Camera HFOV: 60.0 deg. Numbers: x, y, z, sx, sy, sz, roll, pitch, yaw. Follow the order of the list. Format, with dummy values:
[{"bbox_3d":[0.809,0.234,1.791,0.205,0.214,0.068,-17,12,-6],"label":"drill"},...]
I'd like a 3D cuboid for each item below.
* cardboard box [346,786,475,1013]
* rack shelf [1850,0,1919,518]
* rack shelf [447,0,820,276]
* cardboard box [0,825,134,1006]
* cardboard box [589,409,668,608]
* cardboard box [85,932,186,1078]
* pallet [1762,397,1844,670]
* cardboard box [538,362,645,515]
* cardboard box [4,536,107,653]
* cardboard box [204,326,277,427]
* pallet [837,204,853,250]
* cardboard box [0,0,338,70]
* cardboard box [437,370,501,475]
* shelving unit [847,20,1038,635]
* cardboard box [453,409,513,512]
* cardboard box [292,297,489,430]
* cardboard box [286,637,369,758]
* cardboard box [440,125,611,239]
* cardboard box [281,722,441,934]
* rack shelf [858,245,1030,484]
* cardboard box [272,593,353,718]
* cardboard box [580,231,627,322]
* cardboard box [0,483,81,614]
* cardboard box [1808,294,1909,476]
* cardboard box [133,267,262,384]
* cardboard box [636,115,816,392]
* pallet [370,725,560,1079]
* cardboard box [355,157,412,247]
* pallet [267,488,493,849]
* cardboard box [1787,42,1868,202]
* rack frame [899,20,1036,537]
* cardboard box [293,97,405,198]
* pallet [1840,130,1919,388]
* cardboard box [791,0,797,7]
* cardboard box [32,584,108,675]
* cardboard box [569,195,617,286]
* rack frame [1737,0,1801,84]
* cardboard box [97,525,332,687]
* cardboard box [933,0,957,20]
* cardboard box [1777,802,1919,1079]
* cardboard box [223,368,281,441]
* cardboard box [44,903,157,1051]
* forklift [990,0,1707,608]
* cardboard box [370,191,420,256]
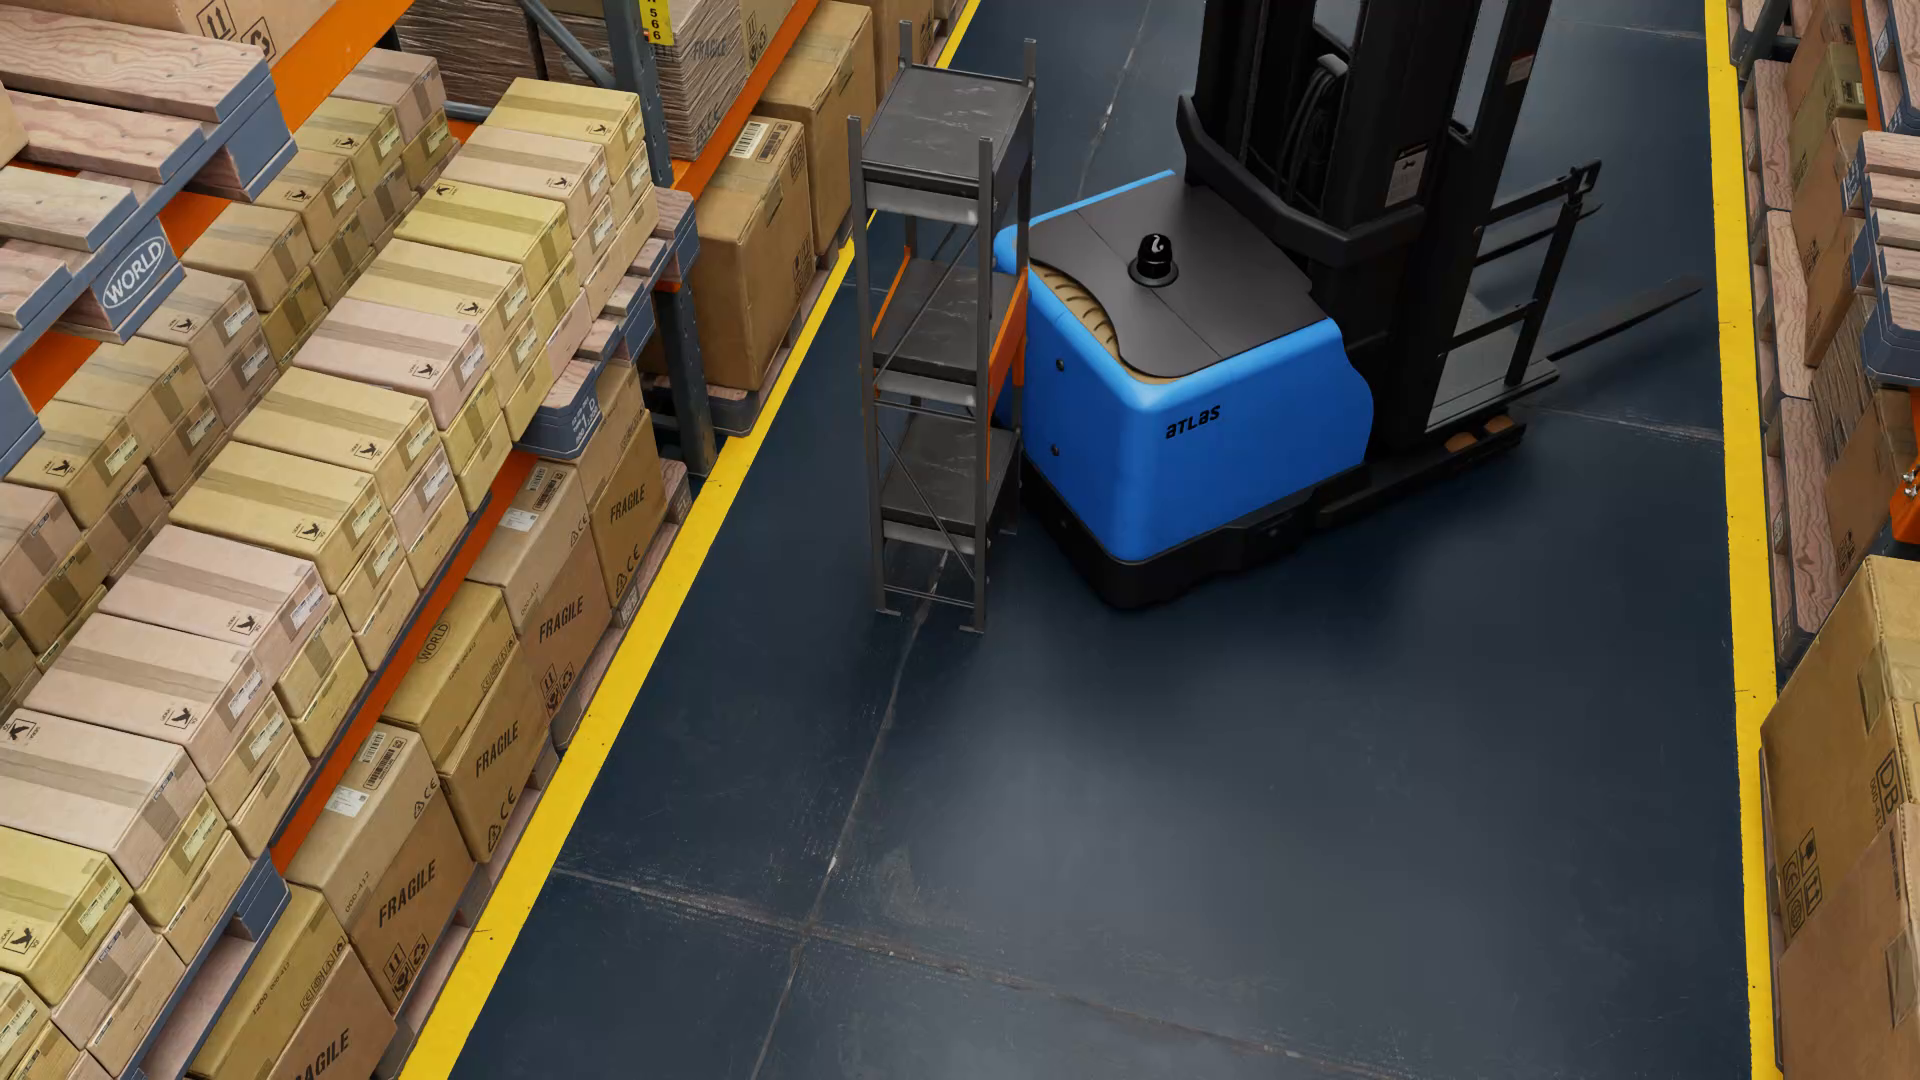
[{"bbox_3d":[-1.788,0.964,4.785,0.500,0.500,0.500,12,50,11],"label":"cardboard box"},{"bbox_3d":[3.837,-1.527,6.077,1.077,0.370,4.000,12,50,10],"label":"rack shelf"},{"bbox_3d":[-0.922,-2.579,7.005,1.077,0.370,4.000,12,50,10],"label":"rack shelf"},{"bbox_3d":[-1.816,0.688,3.132,0.380,0.149,0.250,12,50,10],"label":"cardboard box"},{"bbox_3d":[-1.369,-0.154,5.773,0.500,0.500,0.500,11,50,10],"label":"cardboard box"},{"bbox_3d":[-1.817,0.891,3.350,0.380,0.149,0.250,12,50,10],"label":"cardboard box"},{"bbox_3d":[3.518,0.039,6.074,1.003,0.211,1.213,12,50,10],"label":"pallet"},{"bbox_3d":[-1.375,-0.384,5.475,0.500,0.250,0.500,11,49,9],"label":"cardboard box"},{"bbox_3d":[-2.243,0.088,3.861,0.380,0.149,0.250,12,50,10],"label":"cardboard box"},{"bbox_3d":[-2.038,-0.462,4.346,0.380,0.149,0.250,12,50,10],"label":"cardboard box"},{"bbox_3d":[-0.845,-1.883,7.771,1.003,0.211,1.213,12,50,10],"label":"pallet"},{"bbox_3d":[-1.608,-1.208,3.248,0.500,0.500,0.500,12,50,10],"label":"cardboard box"},{"bbox_3d":[-1.408,-0.333,4.232,0.380,0.149,0.250,11,50,10],"label":"cardboard box"},{"bbox_3d":[-0.044,-0.575,5.357,0.431,2.100,0.503,12,50,10],"label":"shelving unit"},{"bbox_3d":[-1.407,-0.239,4.347,0.380,0.149,0.250,10,49,8],"label":"cardboard box"},{"bbox_3d":[-1.408,-0.440,4.128,0.380,0.149,0.250,12,50,10],"label":"cardboard box"},{"bbox_3d":[-1.615,0.327,3.848,0.380,0.149,0.250,11,49,9],"label":"cardboard box"},{"bbox_3d":[-1.203,-0.997,4.620,0.380,0.149,0.250,11,49,10],"label":"cardboard box"},{"bbox_3d":[-1.775,0.727,4.495,0.500,0.250,0.500,13,50,11],"label":"cardboard box"},{"bbox_3d":[-0.044,-0.566,5.367,0.431,0.518,0.480,12,50,10],"label":"rack shelf"},{"bbox_3d":[-1.613,0.225,3.740,0.380,0.149,0.250,11,49,9],"label":"cardboard box"},{"bbox_3d":[-1.202,-0.799,4.842,0.380,0.149,0.250,11,50,10],"label":"cardboard box"},{"bbox_3d":[-2.240,-0.001,3.741,0.380,0.149,0.250,10,49,8],"label":"cardboard box"},{"bbox_3d":[3.601,-0.529,6.090,0.700,0.500,0.500,8,49,7],"label":"cardboard box"},{"bbox_3d":[-2.033,-0.568,4.241,0.380,0.149,0.250,14,50,12],"label":"cardboard box"},{"bbox_3d":[-1.201,-1.187,6.518,1.050,0.750,0.750,11,49,10],"label":"cardboard box"},{"bbox_3d":[-1.978,0.997,5.229,1.003,0.211,1.213,12,50,10],"label":"pallet"},{"bbox_3d":[-1.838,-1.018,4.837,0.380,0.149,0.250,14,50,12],"label":"cardboard box"},{"bbox_3d":[-1.930,0.133,4.260,1.003,0.211,1.213,12,50,10],"label":"pallet"},{"bbox_3d":[4.037,-1.749,7.167,0.700,0.500,0.500,11,50,10],"label":"cardboard box"},{"bbox_3d":[0.021,-0.752,5.513,0.400,2.100,0.015,12,50,10],"label":"rack frame"},{"bbox_3d":[-1.825,-1.132,4.739,0.380,0.149,0.250,10,49,9],"label":"cardboard box"},{"bbox_3d":[3.395,-0.791,5.076,1.213,0.211,1.003,12,50,10],"label":"pallet"},{"bbox_3d":[-0.805,-2.408,6.308,0.500,0.500,0.500,12,50,10],"label":"cardboard box"},{"bbox_3d":[-2.248,0.198,3.962,0.380,0.149,0.250,14,50,12],"label":"cardboard box"},{"bbox_3d":[-1.207,-0.884,4.719,0.380,0.149,0.250,13,50,11],"label":"cardboard box"},{"bbox_3d":[4.363,-3.212,7.084,1.000,3.000,0.127,12,50,10],"label":"rack frame"},{"bbox_3d":[-1.614,0.141,3.616,0.380,0.149,0.250,13,50,11],"label":"cardboard box"},{"bbox_3d":[-0.472,-3.191,8.286,1.050,0.750,0.750,11,50,10],"label":"cardboard box"},{"bbox_3d":[2.867,1.384,4.165,1.225,0.875,0.875,12,50,10],"label":"cardboard box"},{"bbox_3d":[-2.039,-0.364,4.458,0.380,0.149,0.250,13,50,11],"label":"cardboard box"},{"bbox_3d":[-1.820,0.800,3.232,0.380,0.149,0.250,13,50,11],"label":"cardboard box"},{"bbox_3d":[1.618,-1.550,5.663,3.031,2.935,1.130,-23,52,-19],"label":"forklift"},{"bbox_3d":[-1.831,-0.948,4.974,0.380,0.149,0.250,14,50,12],"label":"cardboard box"}]
